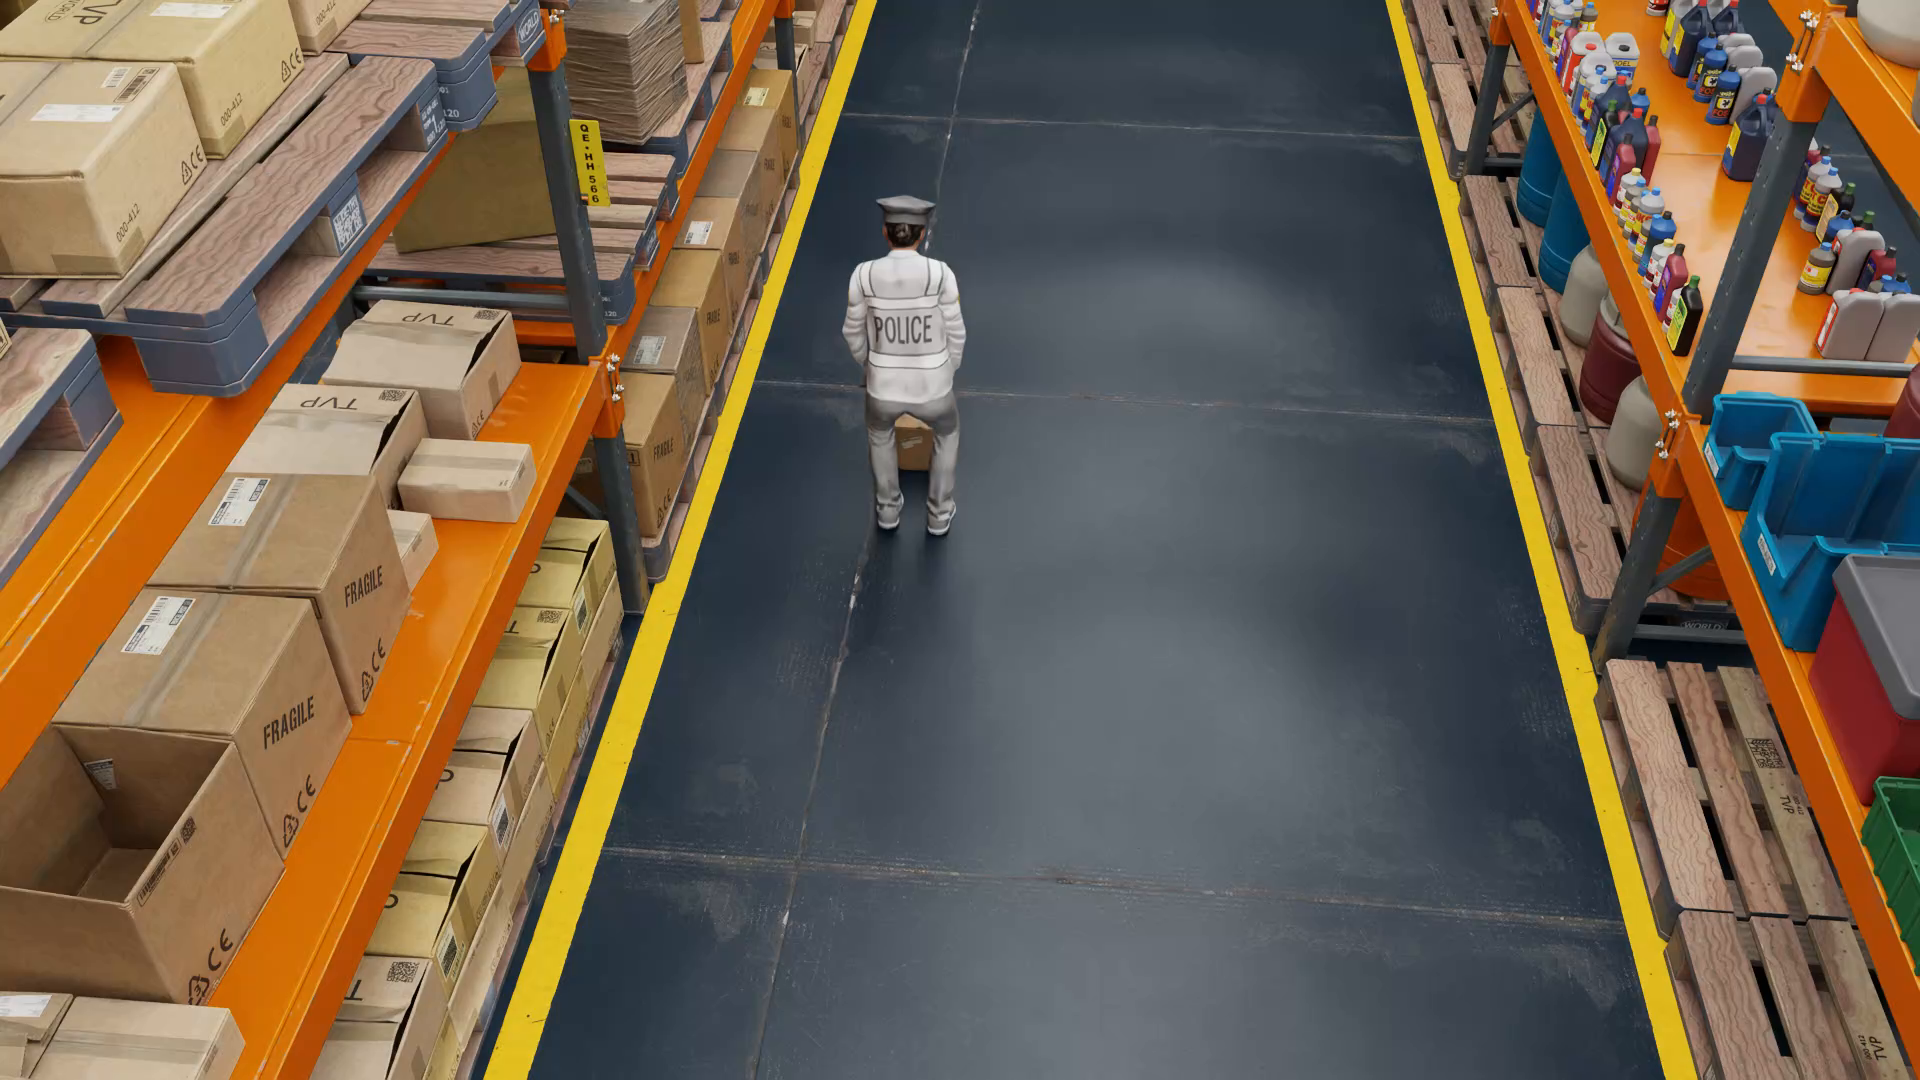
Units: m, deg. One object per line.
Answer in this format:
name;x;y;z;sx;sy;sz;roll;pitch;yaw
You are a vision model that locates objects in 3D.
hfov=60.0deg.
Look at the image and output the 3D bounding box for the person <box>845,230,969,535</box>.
person;-0.235;-0.653;7.198;0.534;1.320;0.739;3;40;4
